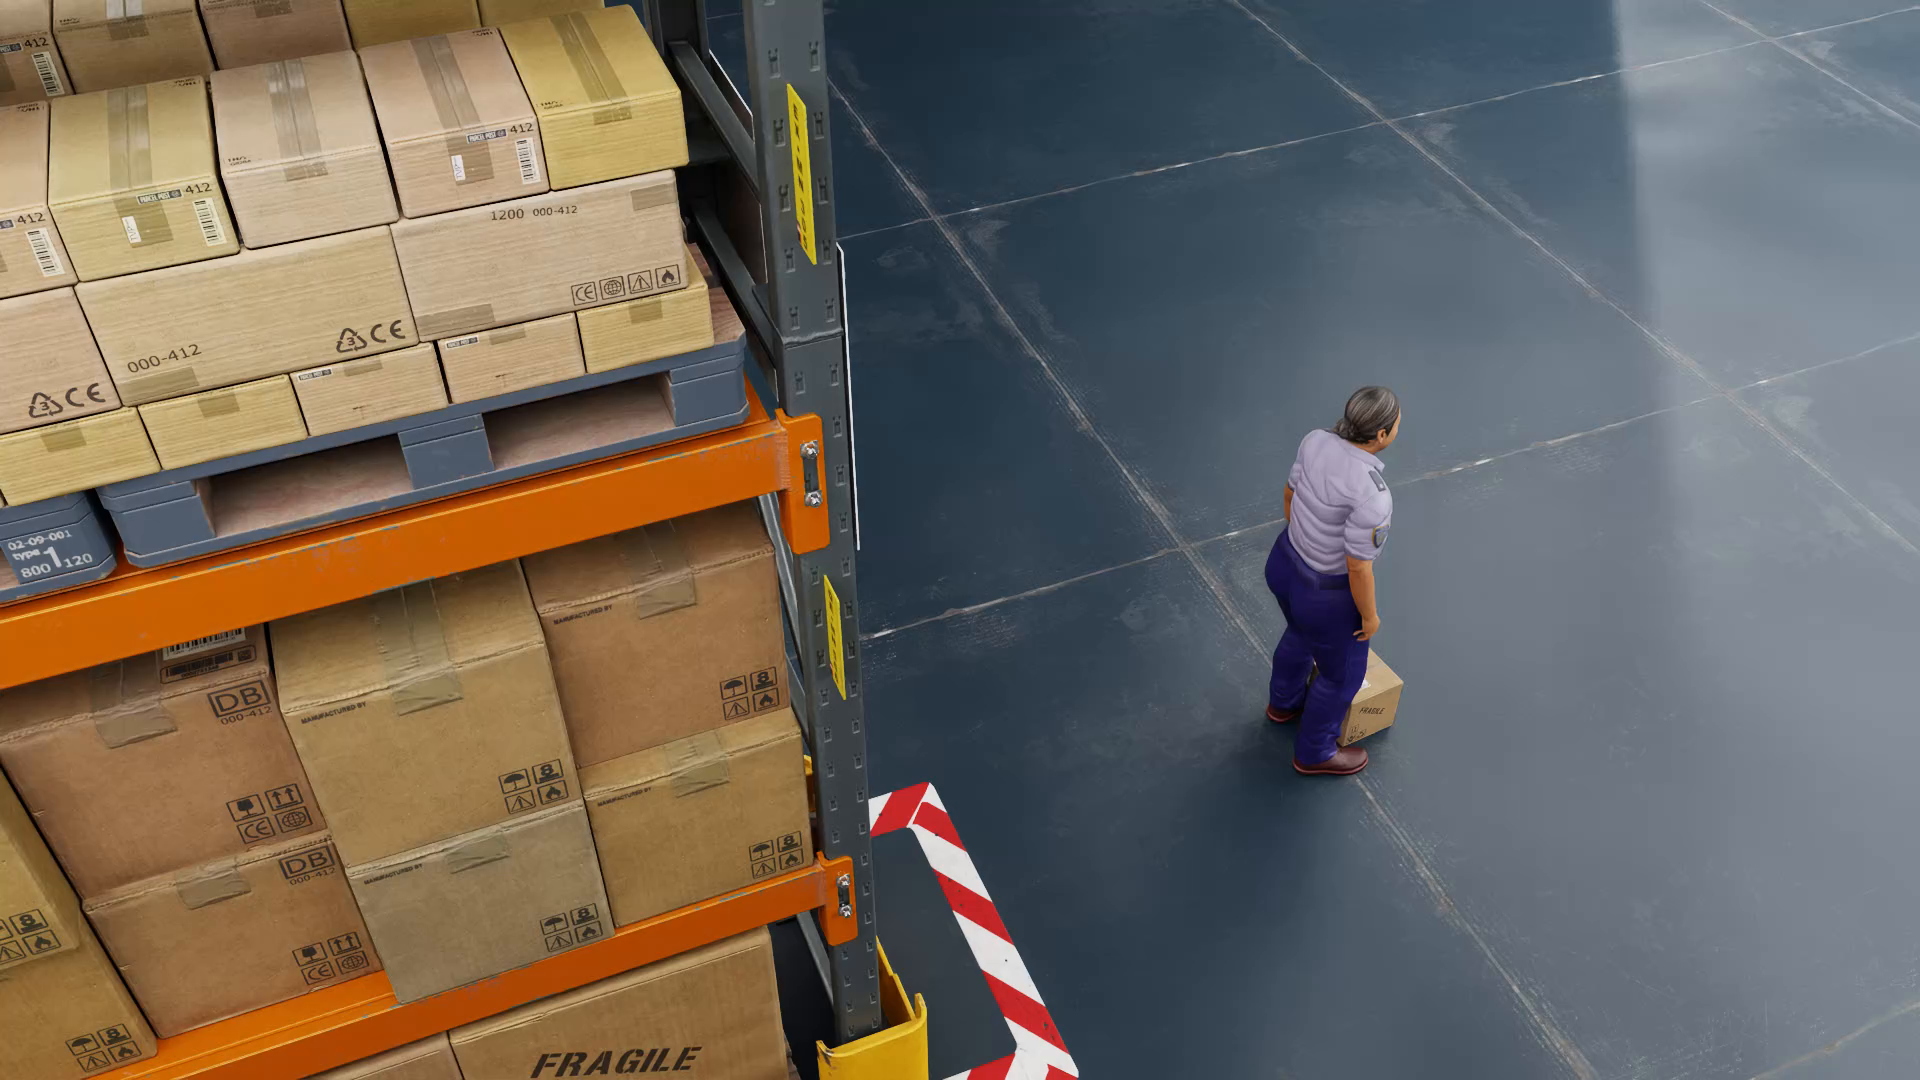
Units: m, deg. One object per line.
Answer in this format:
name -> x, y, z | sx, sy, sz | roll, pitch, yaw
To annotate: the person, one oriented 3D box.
person -> 1.345, 0.142, 6.007 | 0.414, 1.652, 0.538 | -15, 44, -16
